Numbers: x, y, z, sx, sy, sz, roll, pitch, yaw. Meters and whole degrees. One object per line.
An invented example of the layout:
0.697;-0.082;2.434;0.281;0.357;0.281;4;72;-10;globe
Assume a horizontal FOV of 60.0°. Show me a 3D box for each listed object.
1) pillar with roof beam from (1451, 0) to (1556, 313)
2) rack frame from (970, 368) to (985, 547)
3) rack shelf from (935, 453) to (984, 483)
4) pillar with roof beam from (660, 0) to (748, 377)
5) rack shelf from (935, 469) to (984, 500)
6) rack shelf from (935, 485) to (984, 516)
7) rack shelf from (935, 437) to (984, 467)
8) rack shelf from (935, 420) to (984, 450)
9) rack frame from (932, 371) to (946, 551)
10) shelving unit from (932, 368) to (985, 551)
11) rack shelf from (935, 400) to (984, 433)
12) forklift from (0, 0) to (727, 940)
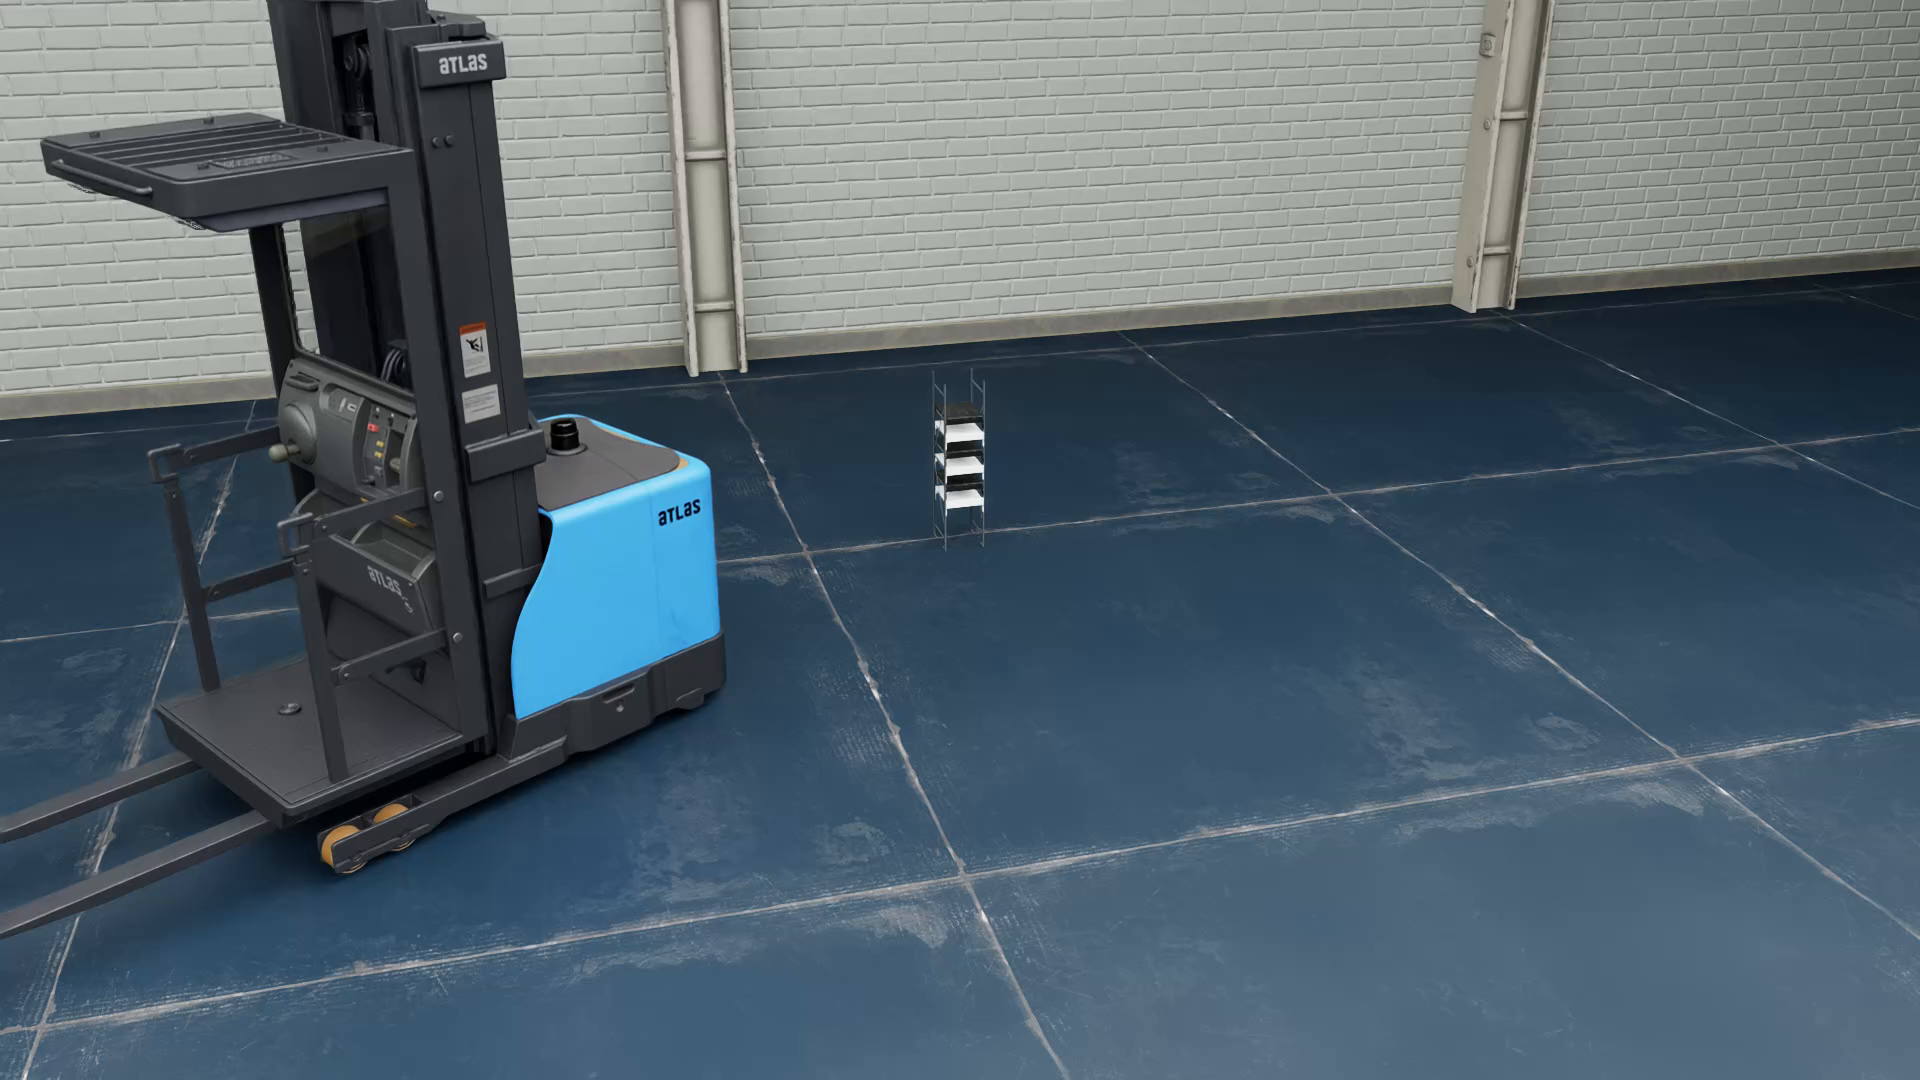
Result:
5.249;-4.335;7.441;0.400;9.000;9.100;-6;24;-14;pillar with roof beam
0.090;-0.424;8.596;0.006;0.900;0.240;-6;24;-14;rack frame
-0.008;-0.382;8.584;0.200;0.077;0.258;-6;24;-14;rack shelf
-0.528;-3.696;5.951;0.400;9.000;9.100;-6;24;-14;pillar with roof beam
-0.008;-0.299;8.619;0.200;0.077;0.258;-6;24;-14;rack shelf
-0.008;-0.217;8.655;0.200;0.077;0.258;-6;24;-14;rack shelf
-0.008;-0.465;8.548;0.200;0.077;0.258;-6;24;-14;rack shelf
-0.008;-0.547;8.513;0.200;0.077;0.258;-6;24;-14;rack shelf
-0.106;-0.402;8.545;0.006;0.900;0.240;-6;24;-14;rack frame
-0.008;-0.413;8.571;0.210;0.900;0.258;-6;24;-14;shelving unit
-0.008;-0.630;8.477;0.200;0.077;0.258;-6;24;-14;rack shelf
-2.373;-0.379;5.917;1.130;2.935;3.031;20;30;39;forklift
